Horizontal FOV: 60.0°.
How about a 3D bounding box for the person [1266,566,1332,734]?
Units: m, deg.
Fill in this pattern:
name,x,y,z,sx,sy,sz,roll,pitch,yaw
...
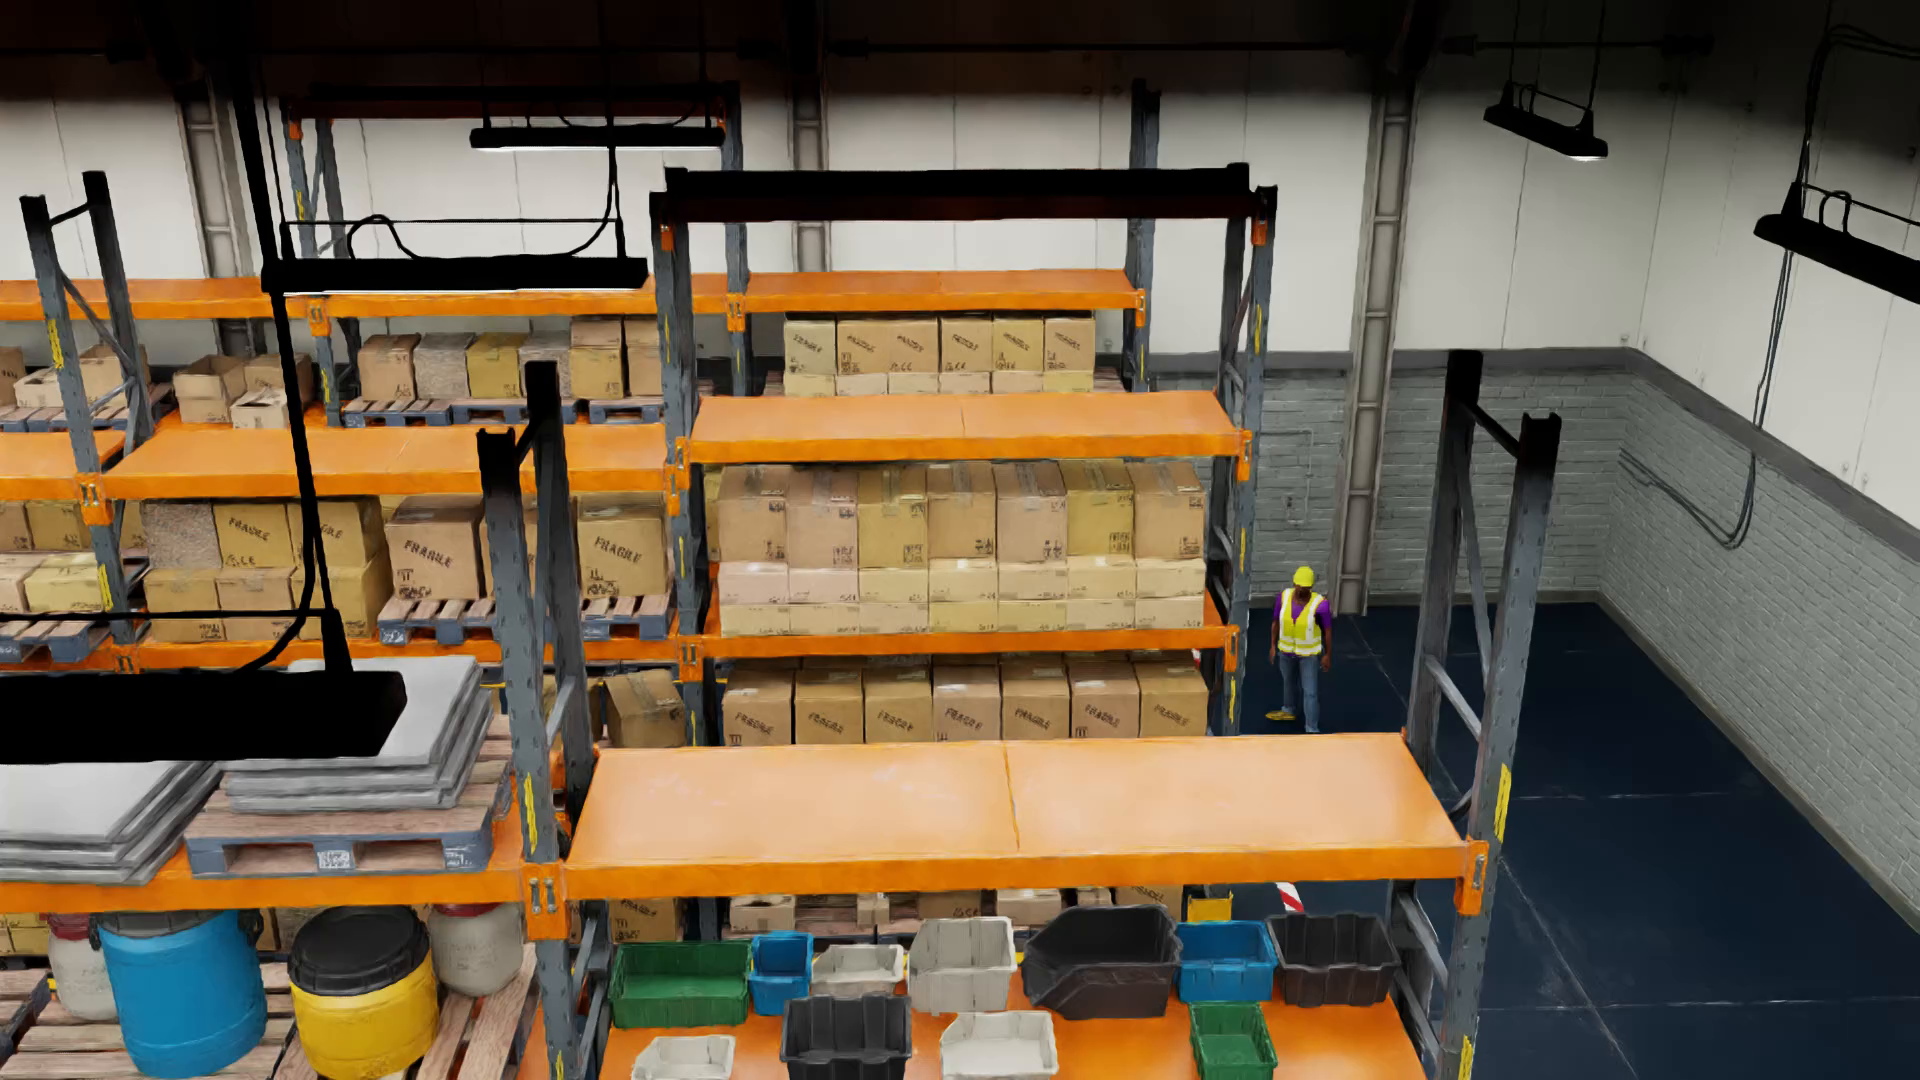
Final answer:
name,x,y,z,sx,sy,sz,roll,pitch,yaw
person,3.317,1.082,16.116,0.740,1.754,0.568,15,27,33
